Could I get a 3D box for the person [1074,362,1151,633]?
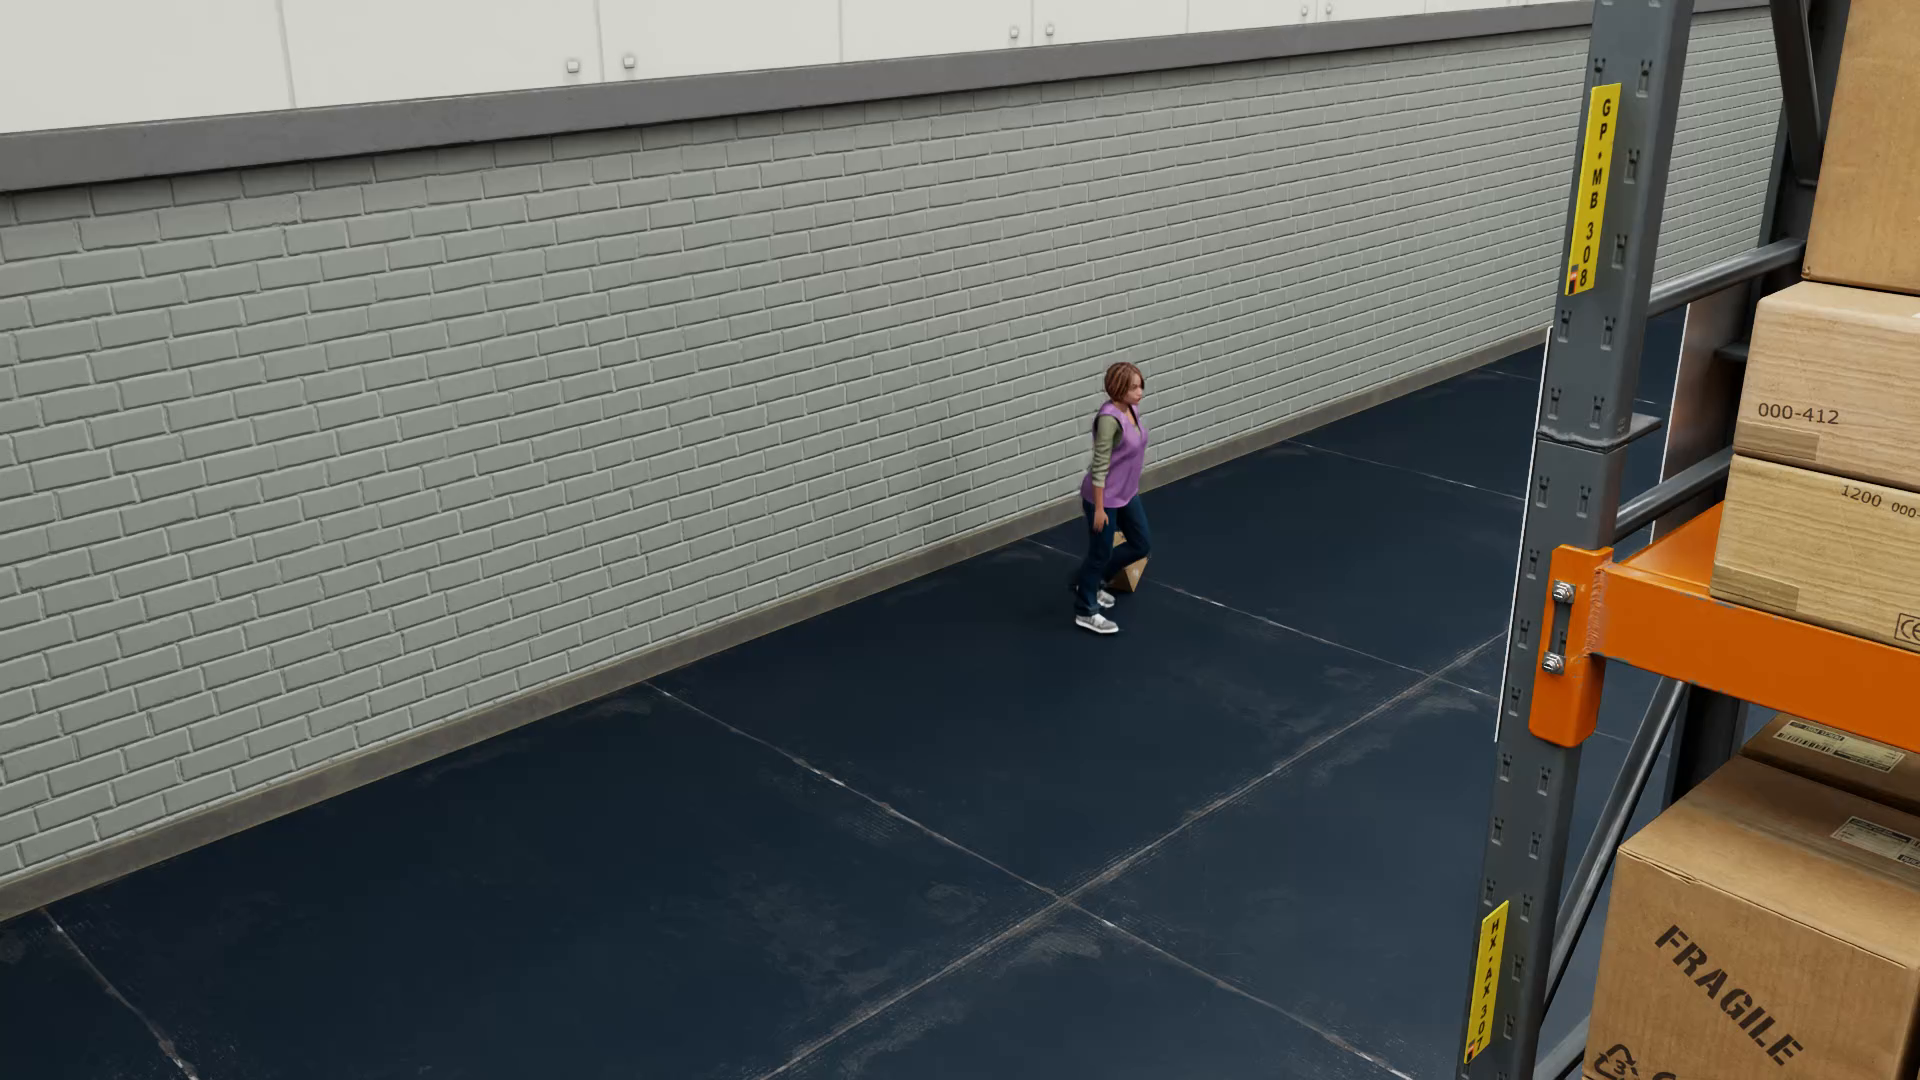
[{"bbox_3d":[0.815,-0.229,9.160,0.421,1.588,0.465,11,24,27],"label":"person"}]
